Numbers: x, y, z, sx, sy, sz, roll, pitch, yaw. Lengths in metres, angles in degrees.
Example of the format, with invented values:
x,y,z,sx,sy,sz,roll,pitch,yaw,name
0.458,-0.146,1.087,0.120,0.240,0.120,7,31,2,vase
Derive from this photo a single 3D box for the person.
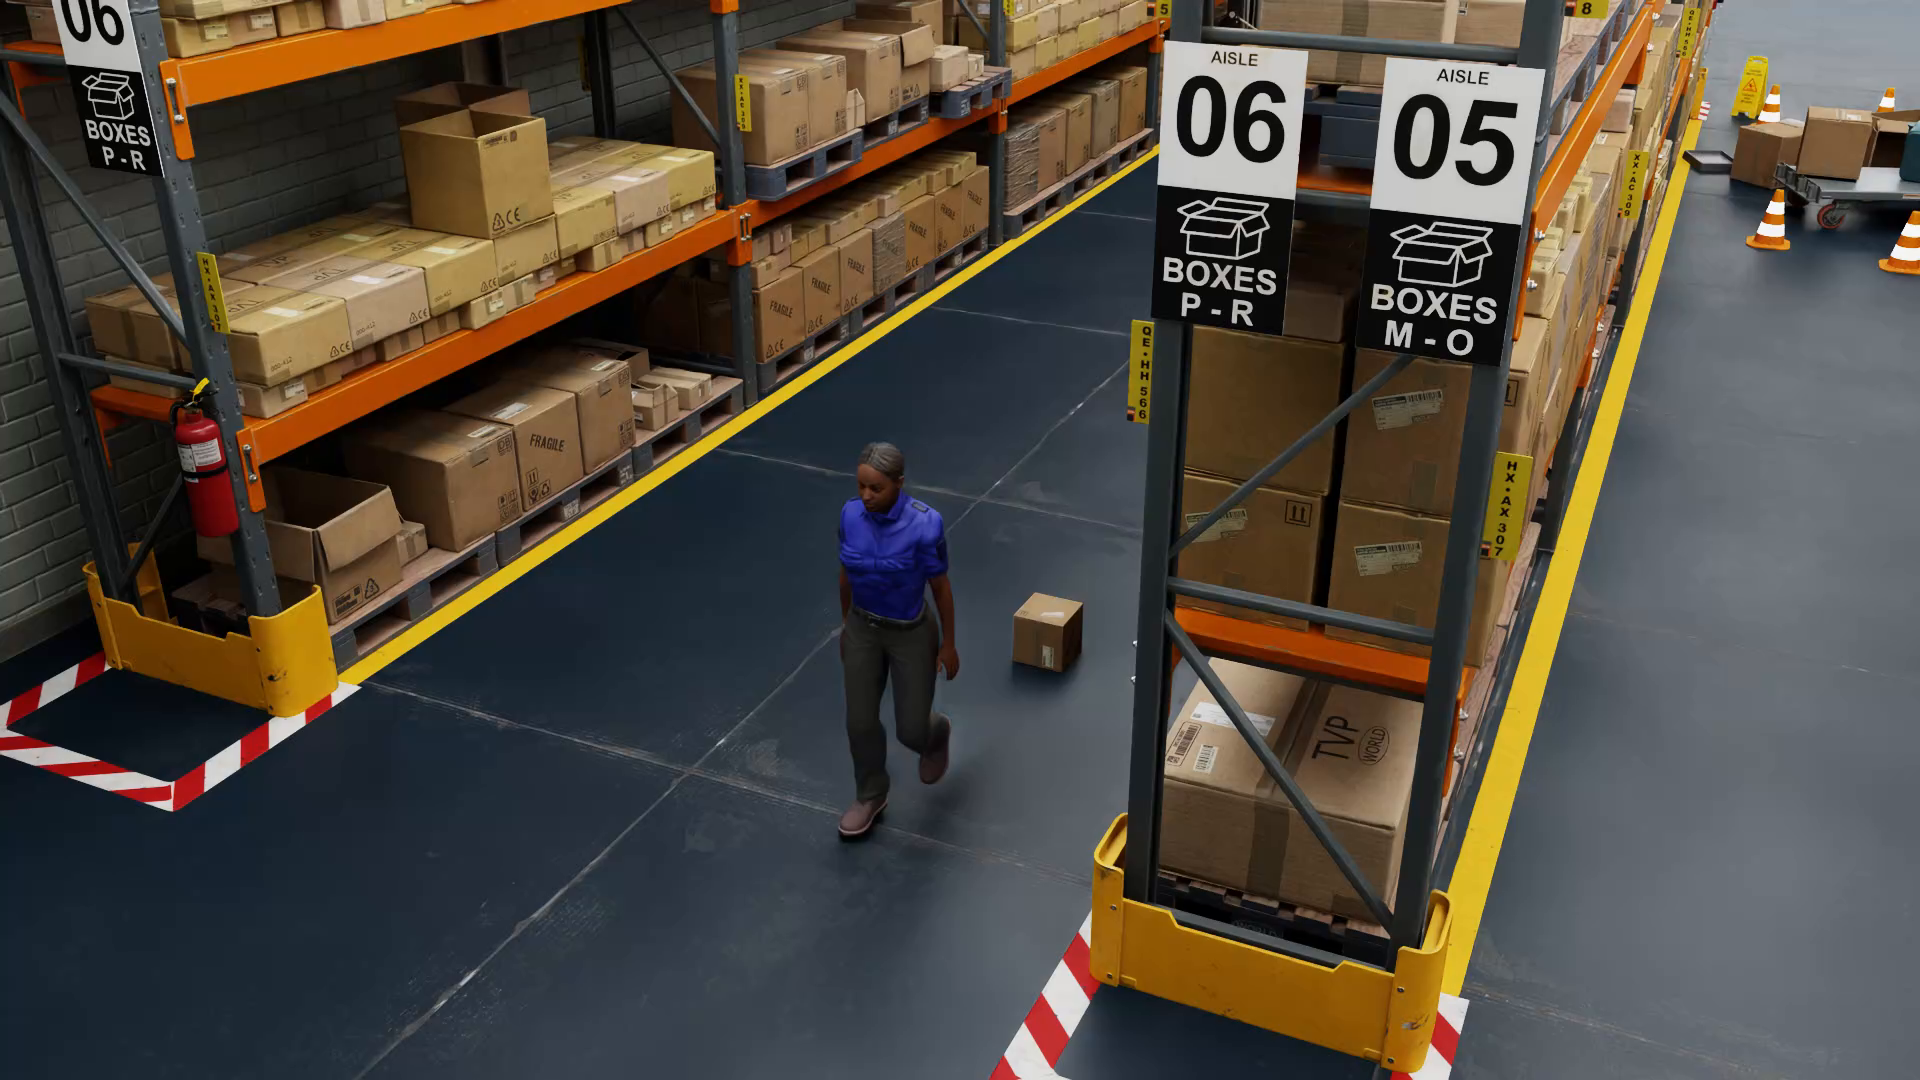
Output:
x,y,z,sx,sy,sz,roll,pitch,yaw,name
-0.226,0.344,6.373,0.496,1.645,0.580,11,28,21,person
